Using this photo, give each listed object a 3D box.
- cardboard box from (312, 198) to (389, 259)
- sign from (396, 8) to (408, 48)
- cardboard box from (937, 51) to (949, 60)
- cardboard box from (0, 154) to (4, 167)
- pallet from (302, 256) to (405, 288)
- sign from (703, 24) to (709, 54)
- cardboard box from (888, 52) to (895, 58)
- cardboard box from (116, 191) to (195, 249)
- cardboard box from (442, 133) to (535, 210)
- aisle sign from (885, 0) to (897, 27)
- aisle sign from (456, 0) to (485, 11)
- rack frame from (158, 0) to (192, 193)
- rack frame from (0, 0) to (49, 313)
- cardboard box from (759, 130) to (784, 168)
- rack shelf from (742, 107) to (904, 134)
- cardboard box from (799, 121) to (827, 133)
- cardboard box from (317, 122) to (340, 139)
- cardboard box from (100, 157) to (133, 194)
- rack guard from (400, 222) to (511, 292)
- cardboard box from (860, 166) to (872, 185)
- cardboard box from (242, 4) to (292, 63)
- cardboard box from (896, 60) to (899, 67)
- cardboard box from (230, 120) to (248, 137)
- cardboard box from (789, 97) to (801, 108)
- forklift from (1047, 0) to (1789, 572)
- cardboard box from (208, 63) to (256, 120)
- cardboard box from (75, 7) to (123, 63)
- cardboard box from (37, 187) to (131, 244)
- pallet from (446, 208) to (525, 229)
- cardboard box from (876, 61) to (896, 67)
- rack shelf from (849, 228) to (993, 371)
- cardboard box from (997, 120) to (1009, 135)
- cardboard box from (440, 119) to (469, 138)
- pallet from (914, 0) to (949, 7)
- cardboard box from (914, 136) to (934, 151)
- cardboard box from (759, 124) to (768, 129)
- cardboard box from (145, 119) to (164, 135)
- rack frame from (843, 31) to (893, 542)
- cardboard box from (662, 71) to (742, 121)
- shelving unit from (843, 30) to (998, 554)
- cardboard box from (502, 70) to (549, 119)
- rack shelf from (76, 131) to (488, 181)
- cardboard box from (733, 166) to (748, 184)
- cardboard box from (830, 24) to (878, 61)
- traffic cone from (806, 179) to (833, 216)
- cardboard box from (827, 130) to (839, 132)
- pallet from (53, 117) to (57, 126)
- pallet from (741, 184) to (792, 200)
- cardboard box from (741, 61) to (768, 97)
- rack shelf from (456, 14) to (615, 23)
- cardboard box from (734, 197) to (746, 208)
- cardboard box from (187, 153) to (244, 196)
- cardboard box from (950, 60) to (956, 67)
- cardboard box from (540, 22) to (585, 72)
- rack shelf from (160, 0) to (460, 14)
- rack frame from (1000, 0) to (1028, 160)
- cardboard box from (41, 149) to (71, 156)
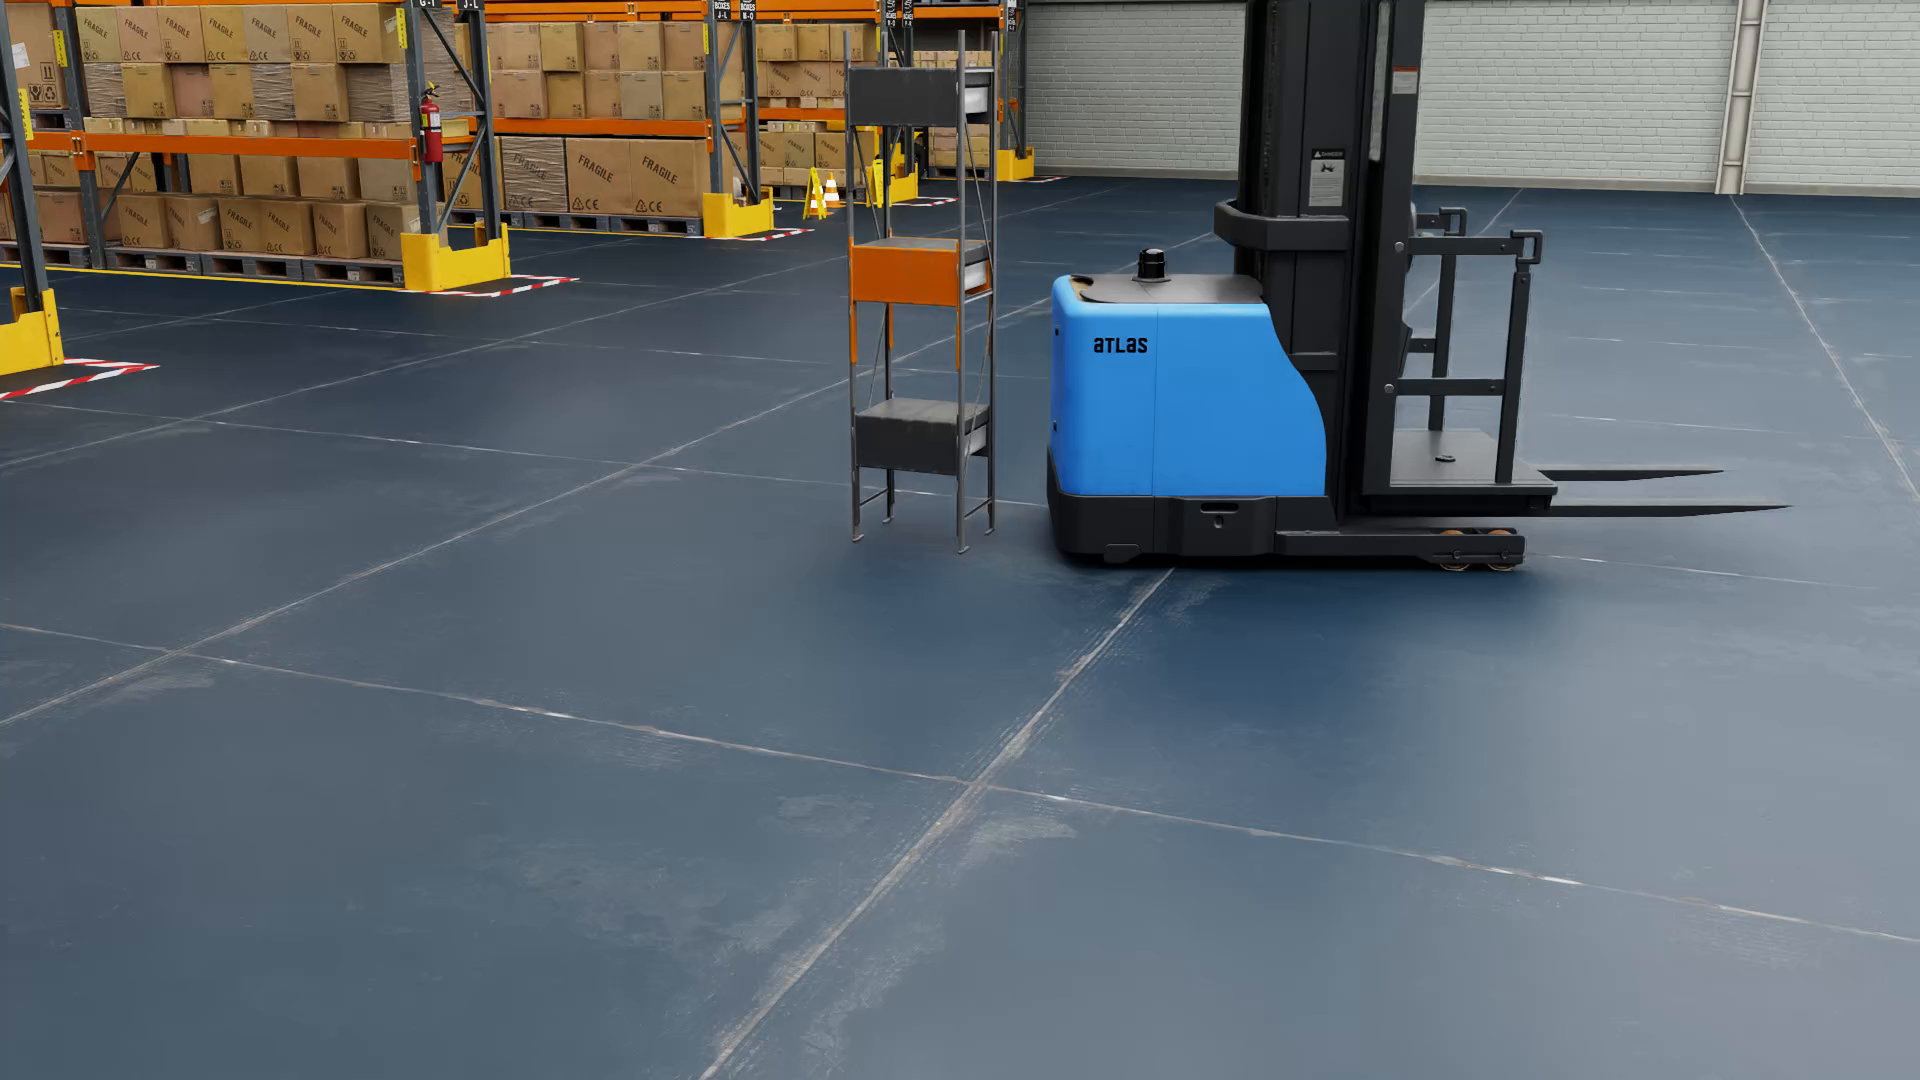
[{"bbox_3d":[-5.690,-2.927,15.605,0.500,0.500,0.500,12,20,35],"label":"cardboard box"},{"bbox_3d":[-4.769,-4.371,14.206,0.005,0.325,0.100,6,17,21],"label":"sign"},{"bbox_3d":[-0.202,-8.229,28.263,0.250,0.149,0.380,6,17,21],"label":"cardboard box"},{"bbox_3d":[-13.206,-5.165,23.317,0.500,0.500,0.500,7,18,23],"label":"cardboard box"},{"bbox_3d":[-5.360,-2.566,15.634,1.213,0.211,1.003,6,17,21],"label":"pallet"},{"bbox_3d":[-2.845,-5.612,18.621,0.005,0.325,0.100,6,17,21],"label":"sign"},{"bbox_3d":[-1.160,-8.333,28.620,0.250,0.149,0.380,6,17,21],"label":"cardboard box"},{"bbox_3d":[-7.910,-3.164,16.423,0.500,0.500,0.500,6,17,19],"label":"cardboard box"},{"bbox_3d":[-5.795,-4.589,20.659,0.875,0.875,0.875,7,17,21],"label":"cardboard box"},{"bbox_3d":[-0.959,-7.542,23.110,0.004,0.787,0.394,6,17,21],"label":"aisle sign"},{"bbox_3d":[-4.379,-5.125,14.784,0.004,0.787,0.394,6,17,21],"label":"aisle sign"},{"bbox_3d":[-10.075,-5.899,22.115,0.127,3.000,1.000,6,17,21],"label":"rack frame"},{"bbox_3d":[-6.364,-2.520,10.475,0.127,3.000,1.000,6,17,21],"label":"rack frame"},{"bbox_3d":[-2.705,-5.737,24.388,0.500,0.500,0.500,6,17,19],"label":"cardboard box"},{"bbox_3d":[-2.771,-6.234,24.559,4.000,0.370,1.077,6,17,21],"label":"rack shelf"},{"bbox_3d":[-2.118,-5.963,24.002,0.250,0.149,0.380,7,18,22],"label":"cardboard box"},{"bbox_3d":[-5.598,-3.728,15.084,0.250,0.149,0.380,6,17,21],"label":"cardboard box"},{"bbox_3d":[-11.265,-4.954,22.589,0.500,0.500,0.500,7,18,23],"label":"cardboard box"},{"bbox_3d":[-4.617,-2.612,15.275,0.348,0.500,1.175,6,17,21],"label":"rack guard"},{"bbox_3d":[-1.560,-5.411,24.610,0.500,0.250,0.500,6,17,20],"label":"cardboard box"},{"bbox_3d":[-6.081,-4.570,15.028,0.500,0.500,0.500,6,17,21],"label":"cardboard box"},{"bbox_3d":[-0.920,-8.159,28.555,0.250,0.149,0.380,6,17,20],"label":"cardboard box"},{"bbox_3d":[-6.529,-3.830,15.436,0.250,0.149,0.380,6,17,21],"label":"cardboard box"},{"bbox_3d":[-2.281,-6.347,24.108,0.250,0.149,0.380,7,17,21],"label":"cardboard box"},{"bbox_3d":[1.913,-1.429,6.837,3.031,2.935,1.130,0,16,0],"label":"forklift"},{"bbox_3d":[-6.468,-4.196,15.534,0.500,0.500,0.875,6,17,21],"label":"cardboard box"},{"bbox_3d":[-7.942,-4.773,15.729,0.500,0.500,0.500,6,17,21],"label":"cardboard box"},{"bbox_3d":[-8.831,-3.293,16.832,0.500,0.500,0.700,5,17,16],"label":"cardboard box"},{"bbox_3d":[-5.675,-4.053,20.756,1.213,0.211,1.003,6,17,21],"label":"pallet"},{"bbox_3d":[-1.250,-6.686,24.113,0.500,0.500,0.500,6,17,20],"label":"cardboard box"},{"bbox_3d":[-0.154,-1.012,6.943,0.480,0.518,0.431,6,17,21],"label":"rack shelf"},{"bbox_3d":[0.529,-7.123,28.713,0.500,0.250,0.500,6,17,20],"label":"cardboard box"},{"bbox_3d":[-4.724,-3.775,15.249,0.250,0.149,0.380,6,17,21],"label":"cardboard box"},{"bbox_3d":[-0.880,-9.264,28.484,1.213,0.211,1.003,6,17,21],"label":"pallet"},{"bbox_3d":[-0.611,-6.854,28.686,0.500,0.250,0.500,6,17,19],"label":"cardboard box"},{"bbox_3d":[-3.303,-7.184,30.045,0.625,0.625,0.875,7,18,23],"label":"cardboard box"},{"bbox_3d":[-7.472,-3.923,15.758,0.250,0.149,0.380,6,17,21],"label":"cardboard box"},{"bbox_3d":[-0.381,-1.050,7.025,0.015,2.100,0.400,6,17,21],"label":"rack frame"},{"bbox_3d":[-2.995,-5.179,19.365,0.550,0.550,0.875,6,17,21],"label":"cardboard box"},{"bbox_3d":[-0.154,-1.025,6.939,0.503,2.100,0.431,6,17,21],"label":"shelving unit"},{"bbox_3d":[-5.027,-5.391,20.096,0.550,0.550,0.875,6,17,21],"label":"cardboard box"},{"bbox_3d":[-6.407,-3.664,15.705,4.000,0.370,1.077,6,17,21],"label":"rack shelf"},{"bbox_3d":[-3.187,-5.430,24.676,0.500,0.250,0.500,6,17,20],"label":"cardboard box"},{"bbox_3d":[-1.466,-7.042,23.544,0.500,0.500,0.700,6,17,19],"label":"cardboard box"},{"bbox_3d":[-1.875,-4.544,21.995,0.334,0.463,0.336,6,17,21],"label":"traffic cone"},{"bbox_3d":[-2.070,-5.825,24.693,0.500,0.500,0.500,6,17,19],"label":"cardboard box"},{"bbox_3d":[-10.132,-4.339,17.085,1.213,0.211,1.003,6,17,21],"label":"pallet"},{"bbox_3d":[-2.855,-5.261,24.918,1.213,0.211,1.003,6,17,21],"label":"pallet"},{"bbox_3d":[-2.909,-6.711,24.199,0.500,0.500,0.500,6,17,21],"label":"cardboard box"},{"bbox_3d":[-8.395,-9.781,31.395,4.000,0.370,1.077,6,17,21],"label":"rack shelf"},{"bbox_3d":[-2.870,-4.616,22.808,0.380,0.149,0.250,-12,20,-37],"label":"cardboard box"},{"bbox_3d":[-9.541,-4.935,22.075,0.750,0.750,1.050,6,17,20],"label":"cardboard box"},{"bbox_3d":[0.014,-8.046,28.166,0.250,0.149,0.380,7,17,22],"label":"cardboard box"},{"bbox_3d":[-4.521,-5.865,19.790,0.500,0.550,0.875,6,17,21],"label":"cardboard box"},{"bbox_3d":[-8.214,-6.790,21.092,4.000,0.370,1.077,6,17,21],"label":"rack shelf"},{"bbox_3d":[0.907,-7.663,28.189,0.127,3.000,1.000,6,17,21],"label":"rack frame"},{"bbox_3d":[-12.236,-5.419,22.844,0.500,0.250,0.500,7,18,23],"label":"cardboard box"}]
